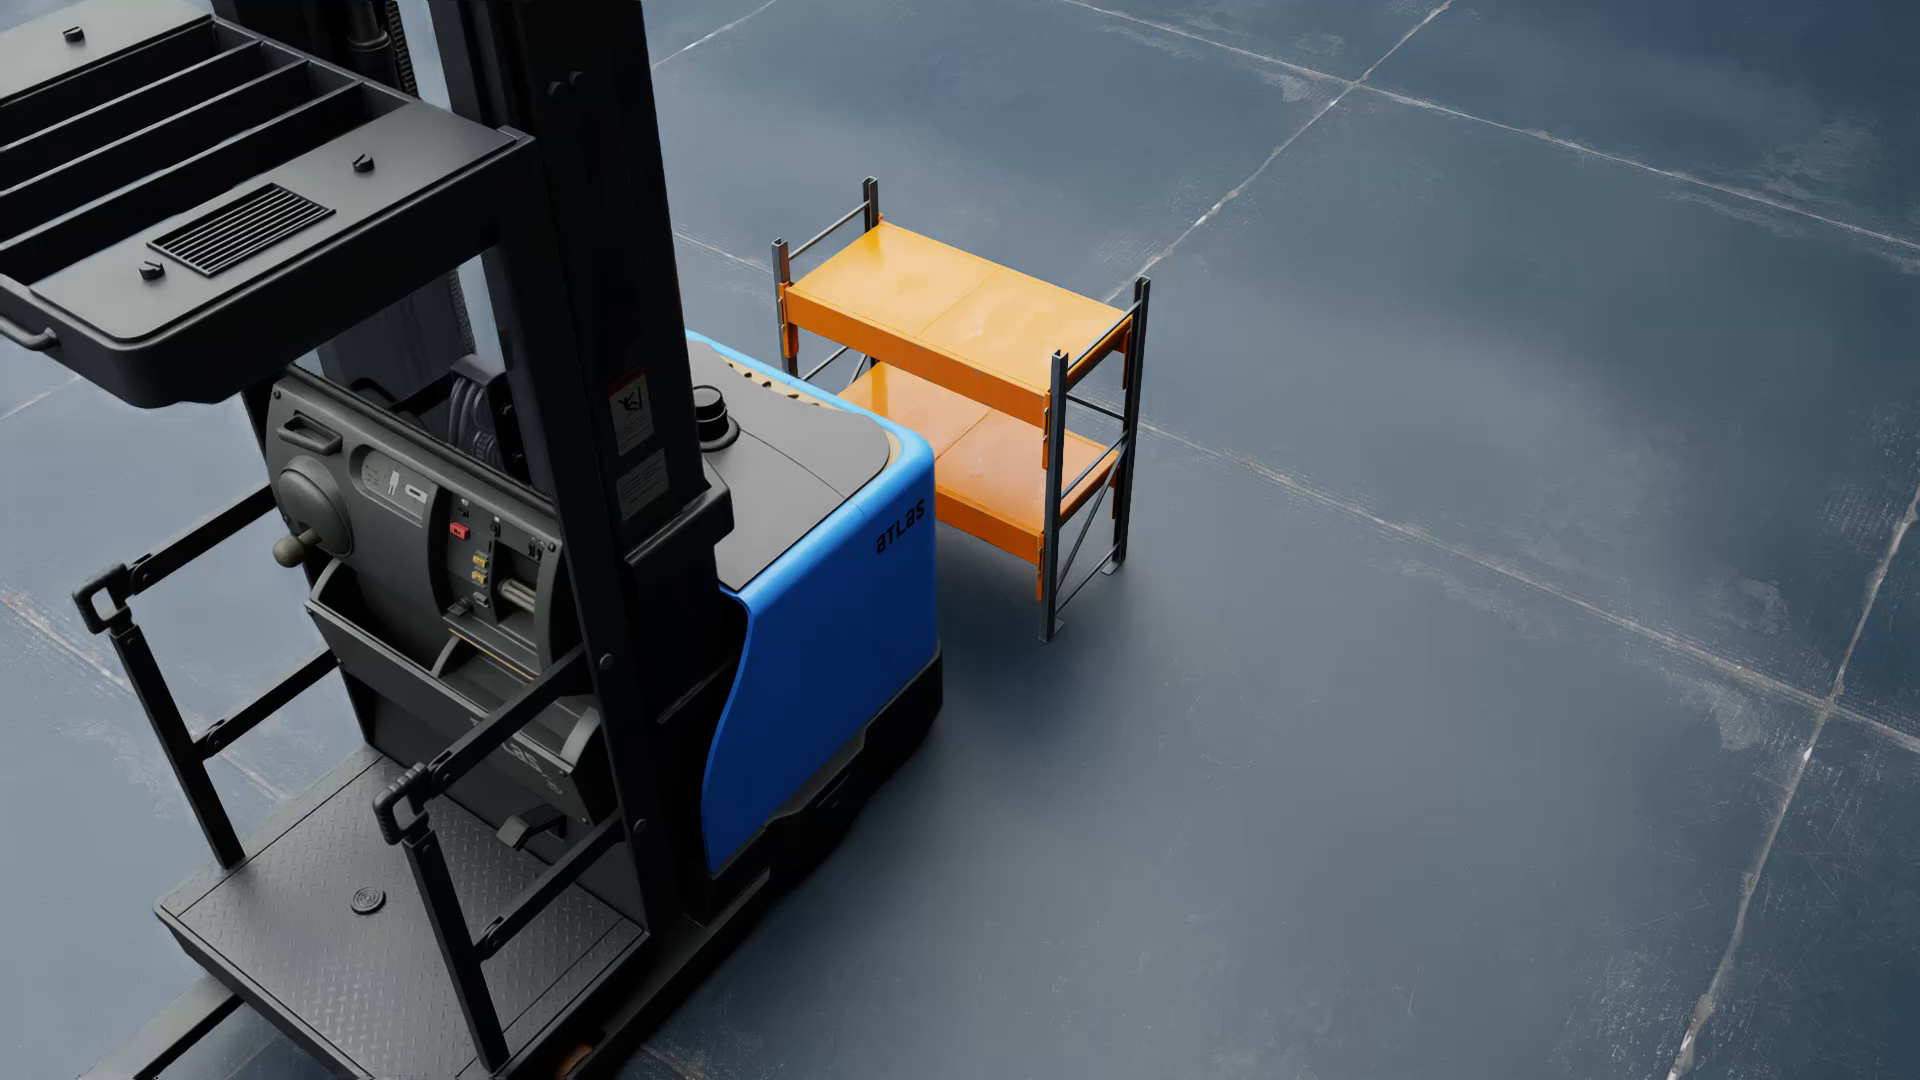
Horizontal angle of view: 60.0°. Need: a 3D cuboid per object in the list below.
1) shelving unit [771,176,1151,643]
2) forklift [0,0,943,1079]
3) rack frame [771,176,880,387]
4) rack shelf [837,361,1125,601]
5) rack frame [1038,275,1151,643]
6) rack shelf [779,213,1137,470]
[{"bbox_3d":[-0.006,-0.422,5.378,1.048,1.125,0.538,25,48,25],"label":"shelving unit"},{"bbox_3d":[-1.322,0.050,3.496,1.130,2.935,3.031,26,48,26],"label":"forklift"},{"bbox_3d":[-0.422,-0.616,5.595,0.032,1.125,0.500,25,48,25],"label":"rack frame"},{"bbox_3d":[-0.006,-0.240,5.541,1.000,0.278,0.538,25,48,25],"label":"rack shelf"},{"bbox_3d":[0.411,-0.227,5.160,0.032,1.125,0.500,25,48,25],"label":"rack frame"},{"bbox_3d":[-0.006,-0.640,5.183,1.000,0.278,0.538,25,48,25],"label":"rack shelf"}]
